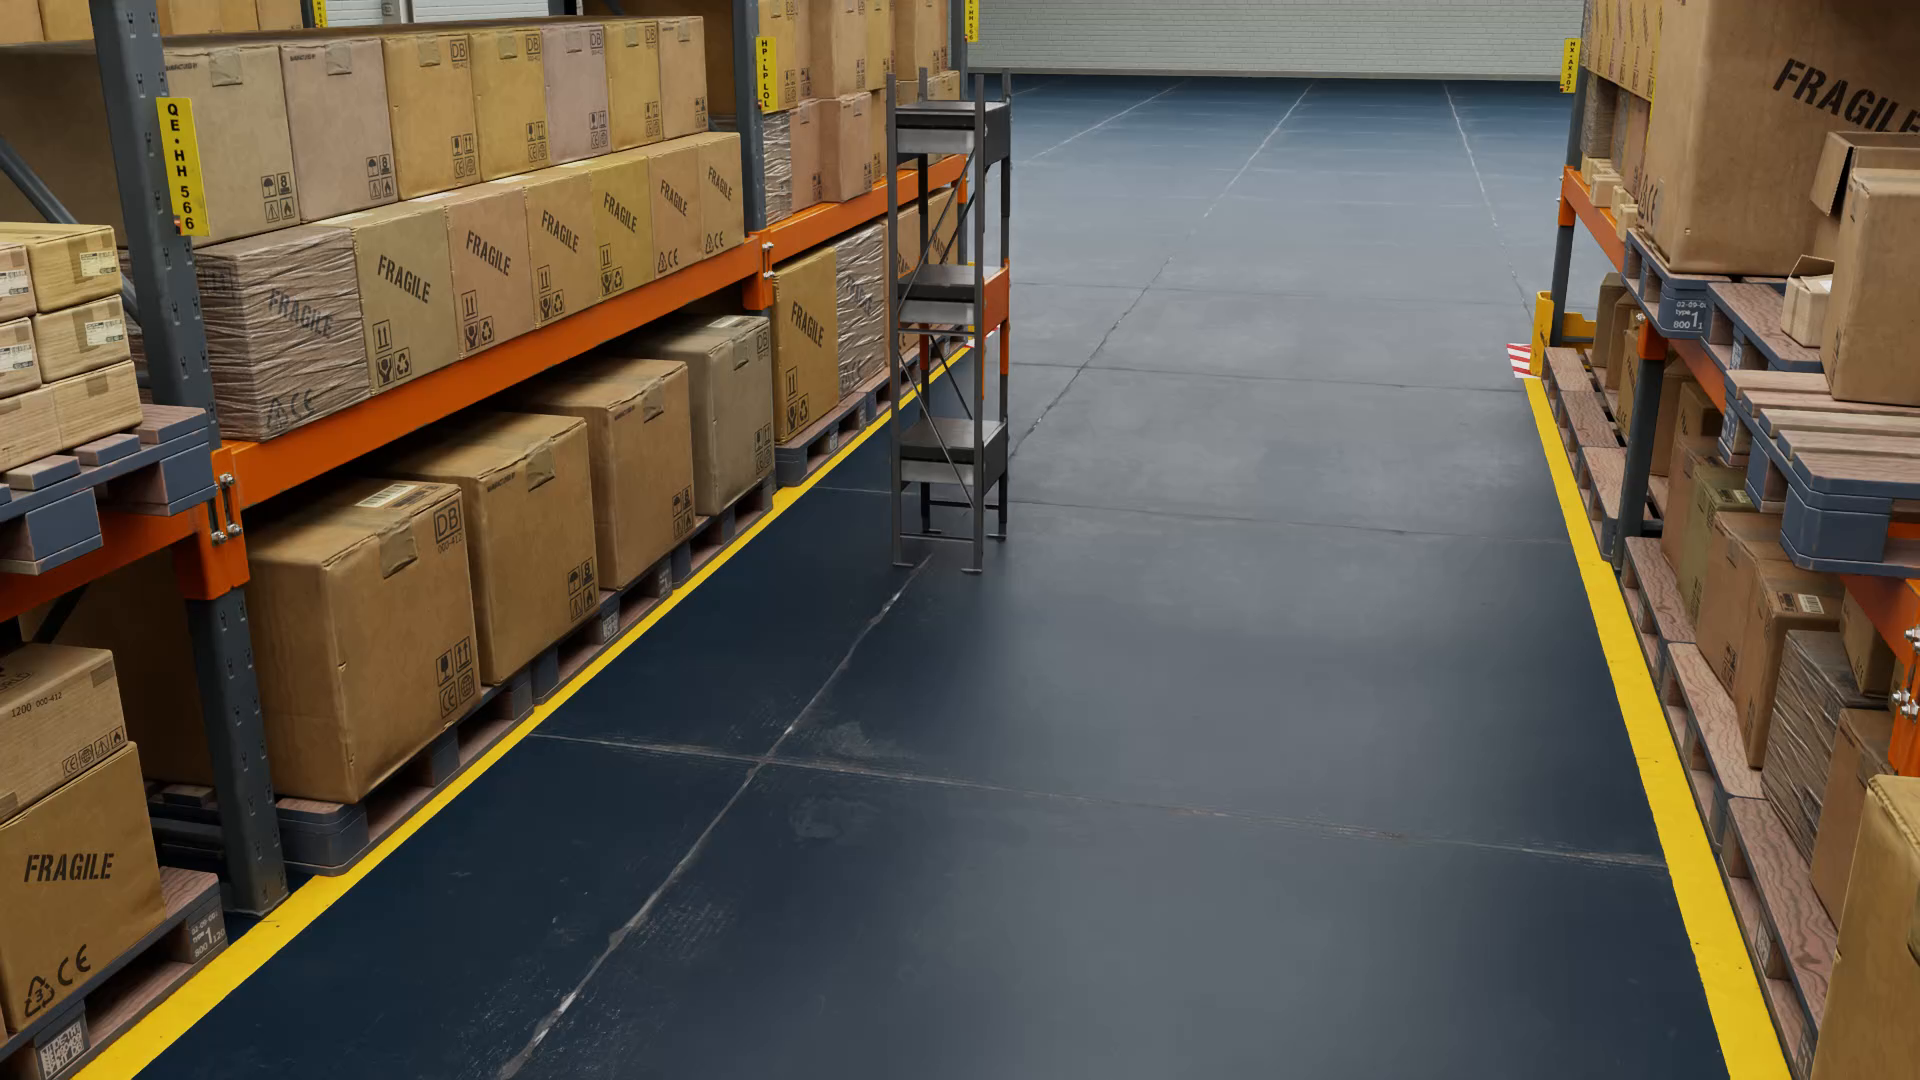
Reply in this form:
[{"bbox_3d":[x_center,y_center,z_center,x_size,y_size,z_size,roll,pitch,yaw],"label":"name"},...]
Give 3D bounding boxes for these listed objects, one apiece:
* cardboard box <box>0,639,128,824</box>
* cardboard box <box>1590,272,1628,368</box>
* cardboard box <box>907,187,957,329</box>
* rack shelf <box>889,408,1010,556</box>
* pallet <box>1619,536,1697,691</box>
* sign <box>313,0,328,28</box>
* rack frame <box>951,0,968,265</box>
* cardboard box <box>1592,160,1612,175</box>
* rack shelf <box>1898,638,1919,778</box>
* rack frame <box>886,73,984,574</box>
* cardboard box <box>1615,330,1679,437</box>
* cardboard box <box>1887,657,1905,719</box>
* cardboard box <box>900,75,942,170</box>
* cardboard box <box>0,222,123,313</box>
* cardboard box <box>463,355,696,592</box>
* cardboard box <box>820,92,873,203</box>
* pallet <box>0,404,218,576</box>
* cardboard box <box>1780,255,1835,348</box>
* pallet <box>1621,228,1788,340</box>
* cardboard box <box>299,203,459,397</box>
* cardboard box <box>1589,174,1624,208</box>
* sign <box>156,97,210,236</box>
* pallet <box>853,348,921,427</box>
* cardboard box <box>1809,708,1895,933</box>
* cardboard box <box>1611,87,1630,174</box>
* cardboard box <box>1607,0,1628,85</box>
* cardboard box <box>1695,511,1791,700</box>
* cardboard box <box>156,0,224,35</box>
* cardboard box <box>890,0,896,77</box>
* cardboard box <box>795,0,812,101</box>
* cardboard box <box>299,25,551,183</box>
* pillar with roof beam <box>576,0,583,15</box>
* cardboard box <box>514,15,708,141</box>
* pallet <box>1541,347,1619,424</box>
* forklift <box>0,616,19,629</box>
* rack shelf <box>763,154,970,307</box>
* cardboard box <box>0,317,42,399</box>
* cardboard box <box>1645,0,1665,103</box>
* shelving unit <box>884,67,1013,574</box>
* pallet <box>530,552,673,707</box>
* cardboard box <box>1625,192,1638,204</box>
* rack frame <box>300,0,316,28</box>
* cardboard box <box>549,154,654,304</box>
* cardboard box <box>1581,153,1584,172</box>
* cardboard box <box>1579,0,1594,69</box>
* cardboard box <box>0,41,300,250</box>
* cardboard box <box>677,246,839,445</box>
[{"bbox_3d":[-2.314,0.439,3.820,0.500,0.250,0.500,4,19,12],"label":"cardboard box"},{"bbox_3d":[4.170,-1.331,10.162,0.500,0.500,0.500,9,21,23],"label":"cardboard box"},{"bbox_3d":[-0.548,-1.909,11.272,0.875,0.875,0.875,5,19,14],"label":"cardboard box"},{"bbox_3d":[-0.040,-0.266,7.427,0.431,0.518,0.480,5,19,13],"label":"rack shelf"},{"bbox_3d":[3.173,0.308,6.460,1.003,0.211,1.213,5,19,13],"label":"pallet"},{"bbox_3d":[-4.738,-3.940,12.301,0.100,0.325,0.005,5,19,13],"label":"sign"},{"bbox_3d":[-0.446,-2.933,11.634,1.000,3.000,0.127,5,19,13],"label":"rack frame"},{"bbox_3d":[3.842,-2.086,9.544,0.380,0.149,0.250,5,19,13],"label":"cardboard box"},{"bbox_3d":[1.896,0.965,1.335,1.077,0.370,4.000,5,19,13],"label":"rack shelf"},{"bbox_3d":[-0.100,-0.865,6.972,0.400,2.100,0.015,5,19,13],"label":"rack frame"},{"bbox_3d":[3.706,-0.775,8.533,0.500,0.500,0.500,3,19,9],"label":"cardboard box"},{"bbox_3d":[2.519,0.405,3.887,0.500,0.250,0.500,5,20,16],"label":"cardboard box"},{"bbox_3d":[-0.606,-2.710,10.749,0.875,0.550,0.550,5,19,13],"label":"cardboard box"},{"bbox_3d":[-2.076,-0.597,3.614,0.380,0.149,0.250,4,19,11],"label":"cardboard box"},{"bbox_3d":[-1.727,-0.310,6.785,1.050,0.750,0.750,5,19,13],"label":"cardboard box"},{"bbox_3d":[-0.986,-2.201,9.259,0.875,0.550,0.550,5,19,13],"label":"cardboard box"},{"bbox_3d":[-2.472,-0.103,3.646,1.213,0.211,1.003,5,19,13],"label":"pallet"},{"bbox_3d":[2.530,-0.681,4.600,0.396,0.266,0.258,4,19,12],"label":"cardboard box"},{"bbox_3d":[3.034,-0.937,6.088,1.003,0.211,1.213,5,19,13],"label":"pallet"},{"bbox_3d":[-1.908,-0.752,5.094,0.500,0.500,0.500,4,19,13],"label":"cardboard box"},{"bbox_3d":[3.577,-1.858,8.875,0.380,0.149,0.250,5,19,13],"label":"cardboard box"},{"bbox_3d":[-1.872,-0.896,4.002,0.100,0.325,0.005,5,19,13],"label":"sign"},{"bbox_3d":[-0.866,-0.976,10.217,1.003,0.211,1.213,5,19,13],"label":"pallet"},{"bbox_3d":[2.529,0.761,4.006,0.700,0.500,0.500,4,19,10],"label":"cardboard box"},{"bbox_3d":[4.008,-2.208,8.897,0.875,0.500,0.500,5,19,13],"label":"cardboard box"},{"bbox_3d":[3.574,-2.550,8.351,0.500,0.500,0.500,5,19,13],"label":"cardboard box"},{"bbox_3d":[2.920,0.233,5.552,0.700,0.500,0.500,3,19,9],"label":"cardboard box"},{"bbox_3d":[-5.340,-3.450,10.987,0.700,0.500,0.500,4,19,13],"label":"cardboard box"},{"bbox_3d":[-0.888,-3.057,10.096,0.875,0.550,0.550,5,19,13],"label":"cardboard box"},{"bbox_3d":[-1.278,-2.556,8.627,0.875,0.550,0.550,5,19,13],"label":"cardboard box"},{"bbox_3d":[-1.911,-1.566,5.930,0.700,0.500,0.500,4,19,13],"label":"cardboard box"},{"bbox_3d":[-2.557,-11.677,27.952,9.100,9.000,0.400,5,19,13],"label":"pillar with roof beam"},{"bbox_3d":[-1.539,-2.044,7.329,0.700,0.500,0.500,4,19,12],"label":"cardboard box"},{"bbox_3d":[4.087,-0.915,10.039,1.003,0.211,1.213,5,19,13],"label":"pallet"},{"bbox_3d":[-5.042,-1.228,6.748,3.031,2.935,1.130,7,20,19],"label":"forklift"},{"bbox_3d":[-0.935,-1.966,9.915,1.077,0.370,4.000,5,19,13],"label":"rack shelf"},{"bbox_3d":[-2.143,-0.372,3.414,0.380,0.149,0.250,5,20,15],"label":"cardboard box"},{"bbox_3d":[3.205,-2.080,6.975,0.500,0.500,0.500,5,19,13],"label":"cardboard box"},{"bbox_3d":[-0.040,-0.942,7.196,0.431,2.100,0.503,5,19,13],"label":"shelving unit"},{"bbox_3d":[-1.835,0.272,6.566,1.003,0.211,1.213,5,19,13],"label":"pallet"},{"bbox_3d":[3.482,-1.616,8.166,0.380,0.149,0.250,5,19,13],"label":"cardboard box"},{"bbox_3d":[-5.271,-3.292,12.686,1.000,3.000,0.127,5,19,13],"label":"rack frame"},{"bbox_3d":[-1.539,-1.225,6.480,0.500,0.500,0.500,5,19,14],"label":"cardboard box"},{"bbox_3d":[4.038,-2.320,10.229,0.380,0.149,0.250,5,19,13],"label":"cardboard box"},{"bbox_3d":[3.940,-3.020,9.727,0.500,0.500,0.500,5,19,13],"label":"cardboard box"},{"bbox_3d":[-2.281,-1.086,4.525,0.700,0.500,0.500,5,19,13],"label":"cardboard box"},{"bbox_3d":[-1.202,-1.064,8.800,0.875,0.875,0.875,5,19,14],"label":"cardboard box"}]
